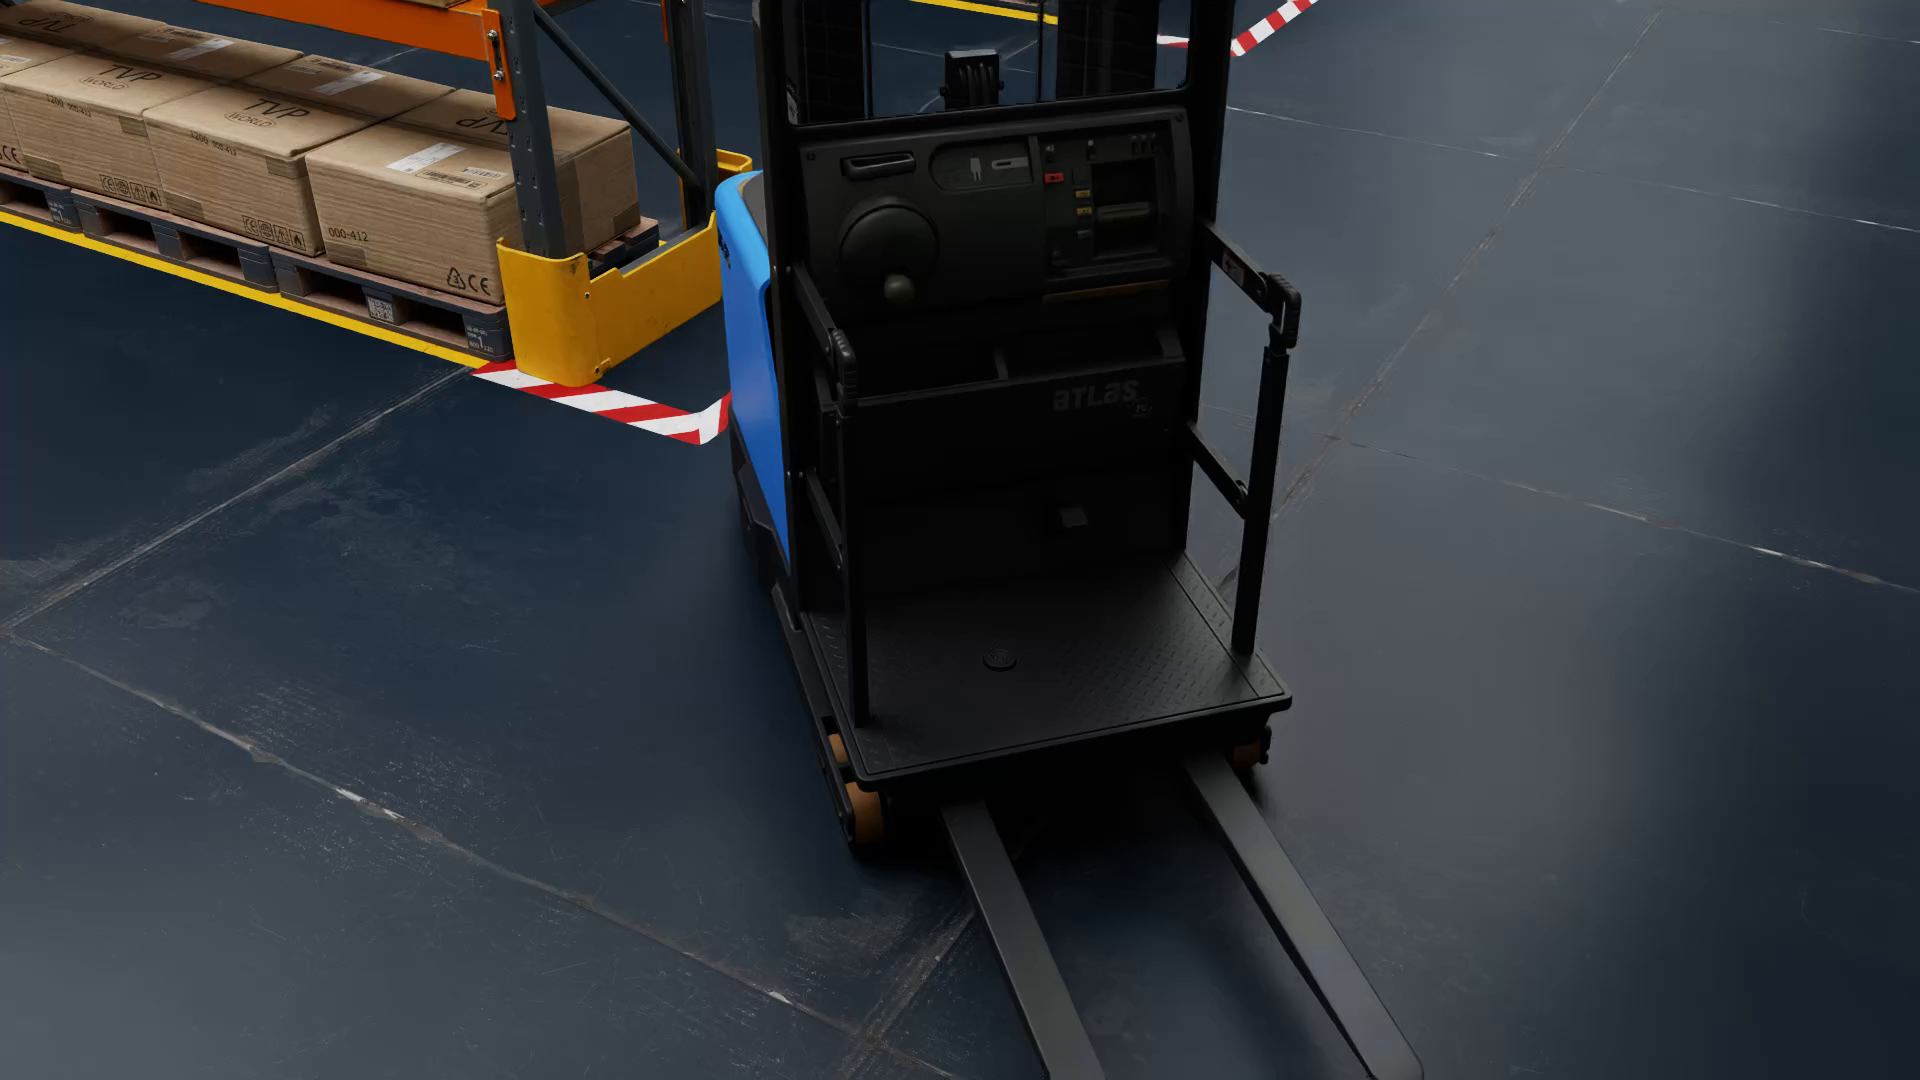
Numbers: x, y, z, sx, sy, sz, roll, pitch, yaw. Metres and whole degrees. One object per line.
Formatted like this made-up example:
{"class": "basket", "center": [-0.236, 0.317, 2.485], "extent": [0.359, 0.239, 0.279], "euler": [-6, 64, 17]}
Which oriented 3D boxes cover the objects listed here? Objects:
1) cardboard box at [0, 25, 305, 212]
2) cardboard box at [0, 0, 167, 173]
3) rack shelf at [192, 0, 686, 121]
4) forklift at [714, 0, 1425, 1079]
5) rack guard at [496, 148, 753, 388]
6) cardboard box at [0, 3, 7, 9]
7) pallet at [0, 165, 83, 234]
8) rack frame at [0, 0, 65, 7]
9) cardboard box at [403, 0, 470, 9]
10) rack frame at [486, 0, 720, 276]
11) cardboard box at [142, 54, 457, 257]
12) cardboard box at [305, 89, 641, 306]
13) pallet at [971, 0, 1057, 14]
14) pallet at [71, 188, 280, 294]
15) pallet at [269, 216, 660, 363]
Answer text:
{"class": "cardboard box", "center": [-3.468, -1.866, 7.279], "extent": [0.875, 0.438, 0.875], "euler": [16, 37, 23]}
{"class": "cardboard box", "center": [-4.246, -2.112, 7.648], "extent": [0.875, 0.438, 0.875], "euler": [17, 37, 24]}
{"class": "rack shelf", "center": [-3.001, -2.379, 6.765], "extent": [4.000, 0.370, 1.077], "euler": [18, 37, 24]}
{"class": "forklift", "center": [0.160, -0.710, 3.671], "extent": [1.130, 2.935, 3.031], "euler": [-9, 35, -14]}
{"class": "rack guard", "center": [-1.244, -1.081, 6.422], "extent": [0.348, 0.500, 1.175], "euler": [18, 37, 24]}
{"class": "cardboard box", "center": [-5.316, -2.651, 8.062], "extent": [0.875, 0.875, 0.875], "euler": [19, 38, 26]}
{"class": "pallet", "center": [-4.116, -1.821, 7.794], "extent": [1.213, 0.211, 1.003], "euler": [18, 37, 24]}
{"class": "rack frame", "center": [-4.738, -3.228, 7.391], "extent": [0.127, 3.000, 1.000], "euler": [18, 37, 24]}
{"class": "cardboard box", "center": [-1.815, -2.175, 5.720], "extent": [0.500, 0.500, 0.500], "euler": [18, 38, 25]}
{"class": "rack frame", "center": [-1.265, -2.128, 5.739], "extent": [0.127, 3.000, 1.000], "euler": [18, 37, 24]}
{"class": "cardboard box", "center": [-2.686, -1.617, 6.905], "extent": [0.875, 0.438, 0.875], "euler": [19, 38, 26]}
{"class": "cardboard box", "center": [-1.887, -1.370, 6.534], "extent": [0.875, 0.438, 0.875], "euler": [16, 37, 23]}
{"class": "pallet", "center": [0.350, -3.639, 10.524], "extent": [1.213, 0.211, 1.003], "euler": [18, 37, 24]}
{"class": "pallet", "center": [-3.053, -1.486, 7.291], "extent": [1.213, 0.211, 1.003], "euler": [18, 37, 24]}
{"class": "pallet", "center": [-1.998, -1.150, 6.786], "extent": [1.213, 0.211, 1.003], "euler": [18, 37, 24]}
